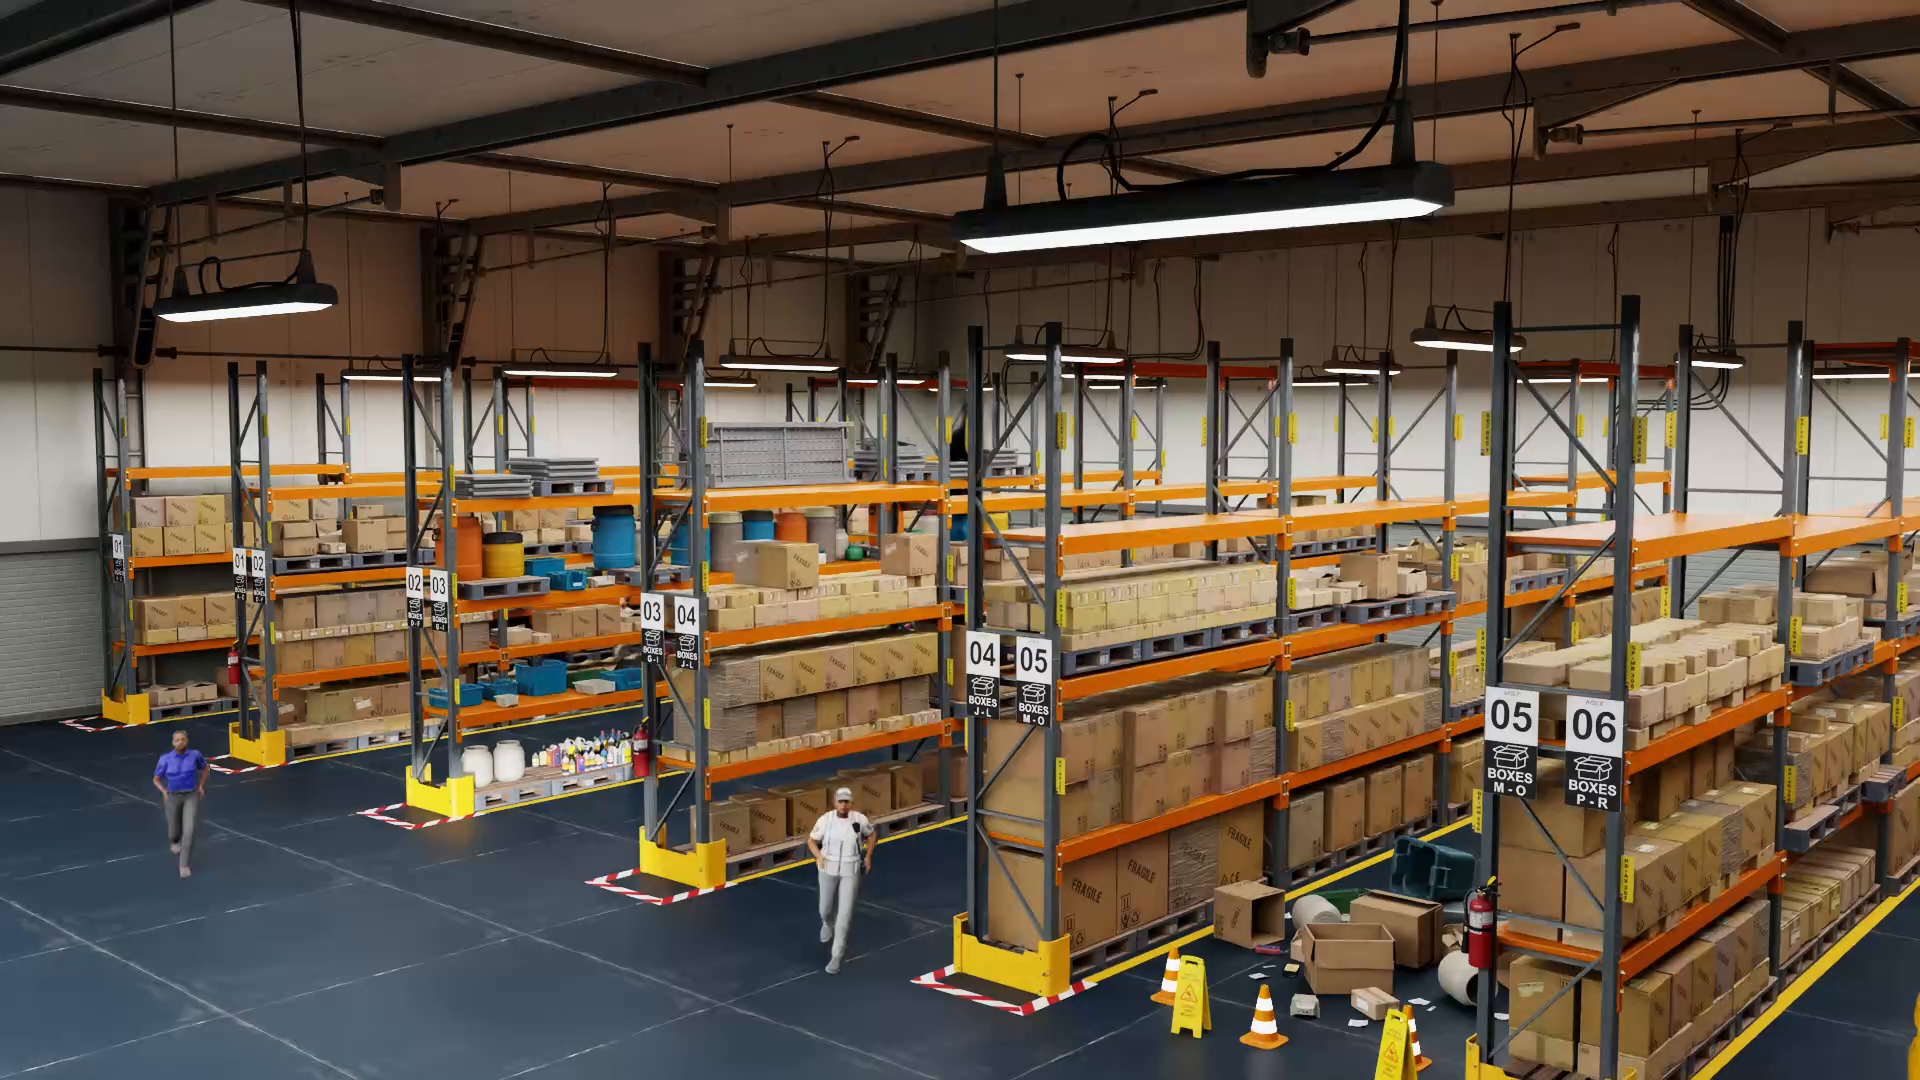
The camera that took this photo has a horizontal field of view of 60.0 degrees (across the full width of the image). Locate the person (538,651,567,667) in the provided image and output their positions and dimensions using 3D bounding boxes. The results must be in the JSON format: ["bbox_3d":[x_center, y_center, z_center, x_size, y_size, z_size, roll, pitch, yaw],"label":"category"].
[{"bbox_3d":[-7.464,2.148,30.800,0.648,1.612,0.964,3,5,37],"label":"person"}]

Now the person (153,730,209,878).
[{"bbox_3d":[-8.881,2.979,18.993,0.588,1.655,0.755,-2,5,-29],"label":"person"}]

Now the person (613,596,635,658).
[{"bbox_3d":[-6.716,1.905,33.238,0.573,1.628,0.703,3,5,34],"label":"person"}]

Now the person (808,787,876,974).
[{"bbox_3d":[-1.126,3.173,15.826,0.643,1.659,0.959,0,4,0],"label":"person"}]
